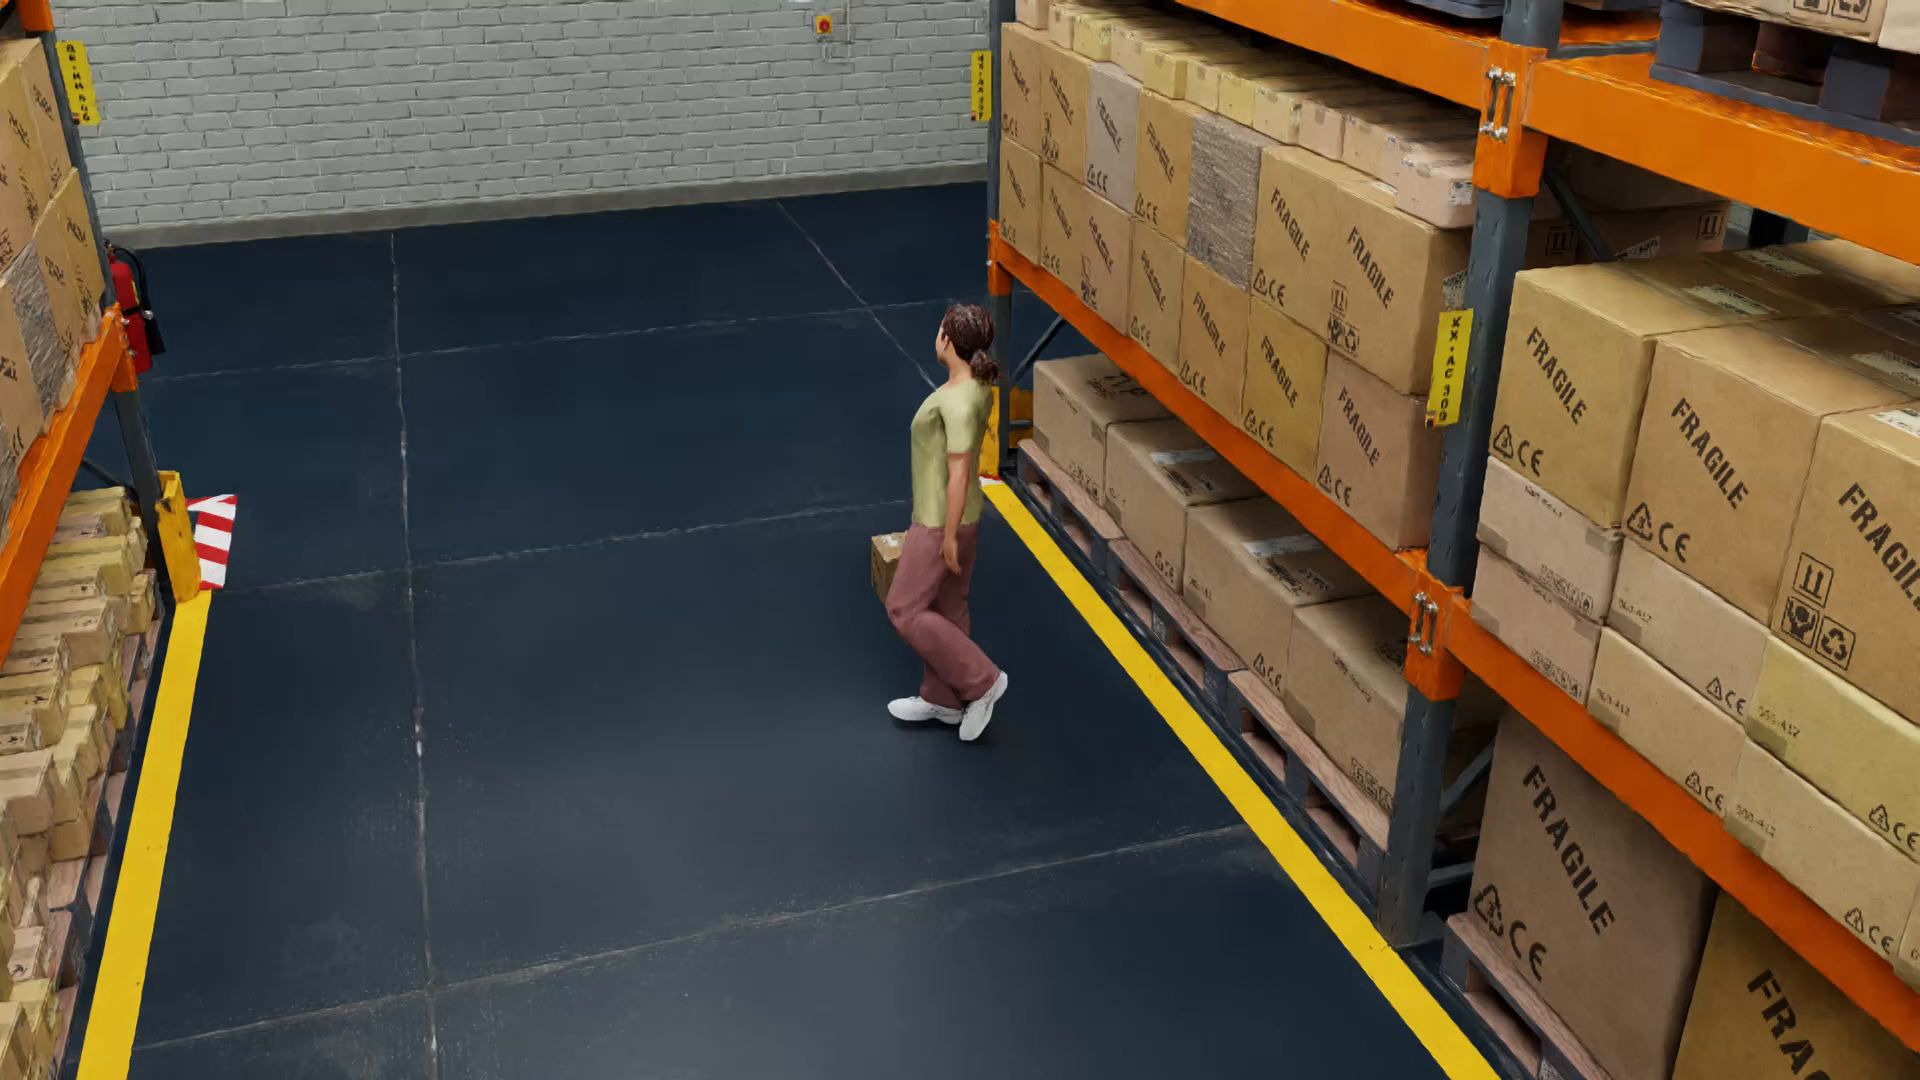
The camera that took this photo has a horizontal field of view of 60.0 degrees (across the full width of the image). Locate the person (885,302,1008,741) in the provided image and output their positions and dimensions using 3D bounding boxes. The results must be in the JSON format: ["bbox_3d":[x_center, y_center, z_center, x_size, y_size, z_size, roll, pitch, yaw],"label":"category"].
[{"bbox_3d":[-0.026,-0.068,6.246,0.478,1.656,0.525,6,27,12],"label":"person"}]
